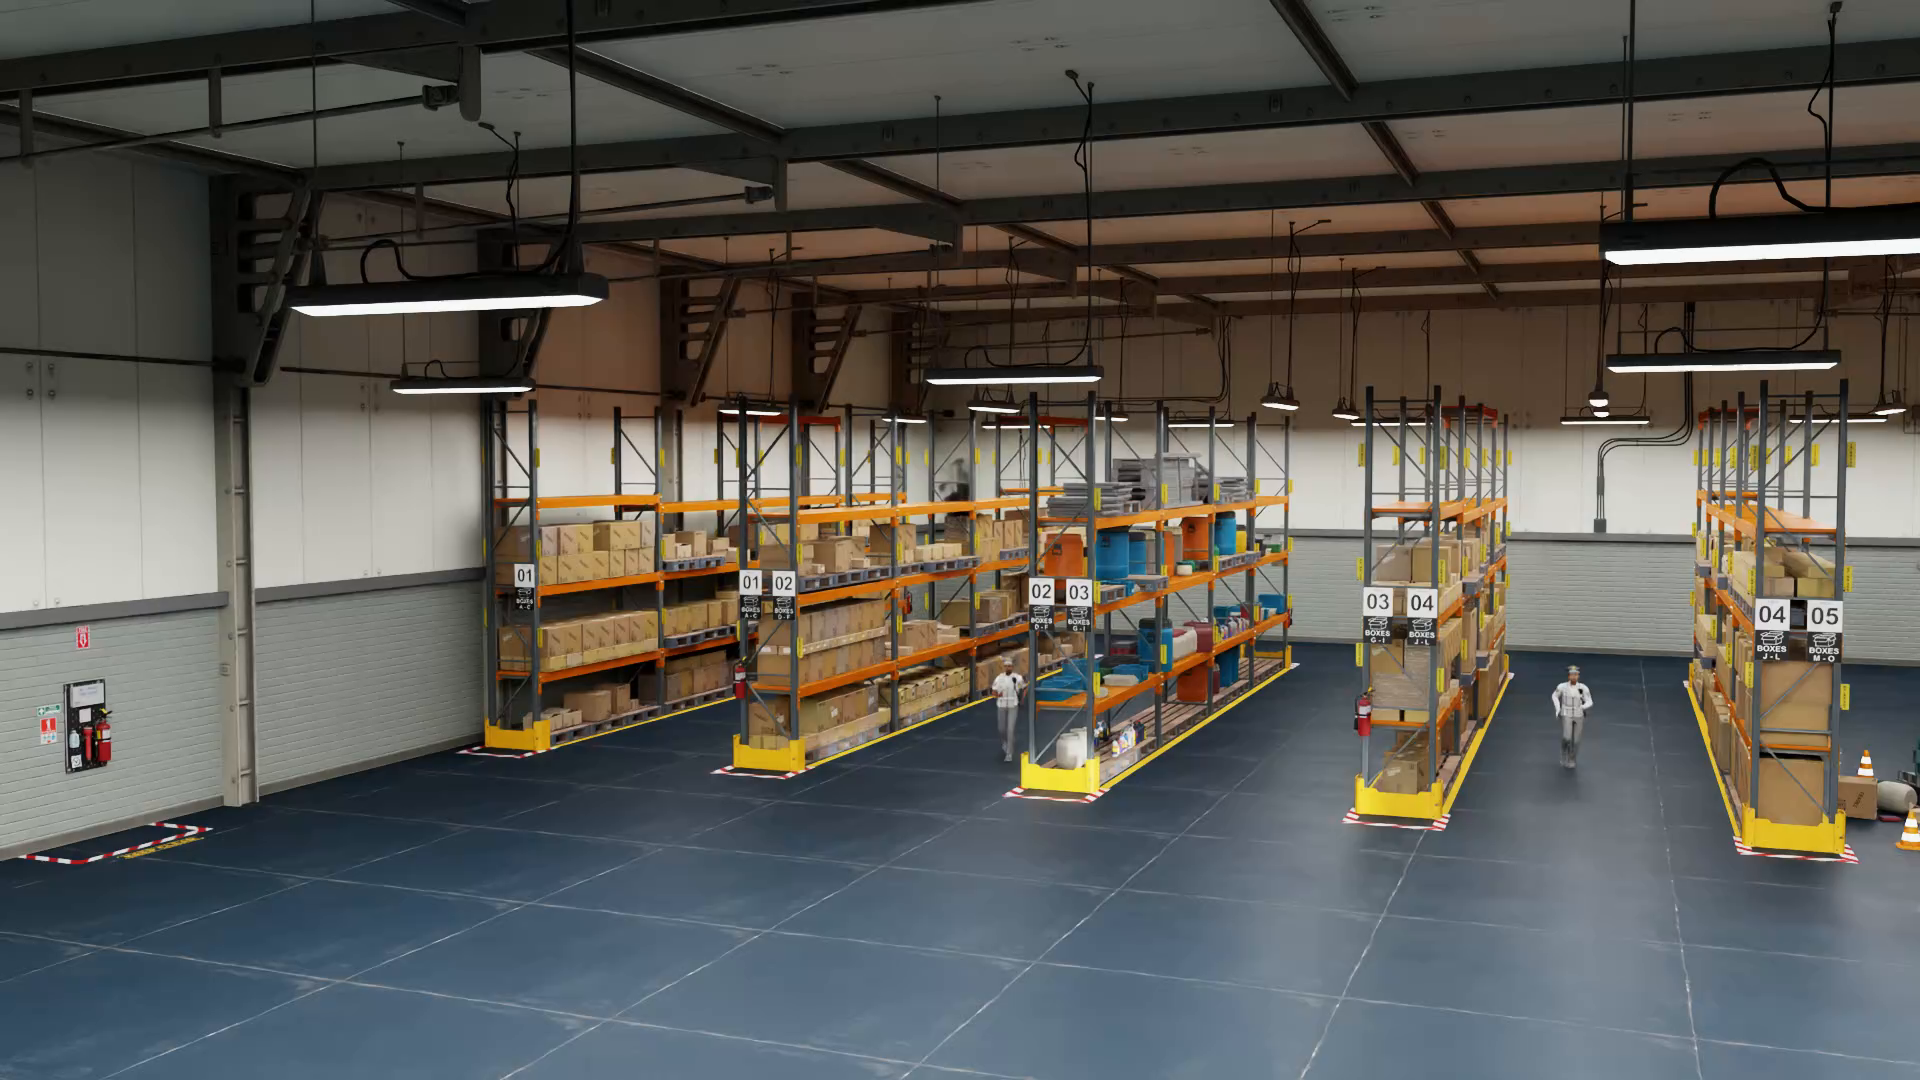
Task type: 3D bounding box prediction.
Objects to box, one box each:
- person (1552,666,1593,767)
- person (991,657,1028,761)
[{"bbox_3d":[9.837,2.842,26.697,0.598,1.659,0.599,1,3,15],"label":"person"},{"bbox_3d":[0.817,2.783,27.694,0.588,1.676,0.893,1,3,11],"label":"person"}]
